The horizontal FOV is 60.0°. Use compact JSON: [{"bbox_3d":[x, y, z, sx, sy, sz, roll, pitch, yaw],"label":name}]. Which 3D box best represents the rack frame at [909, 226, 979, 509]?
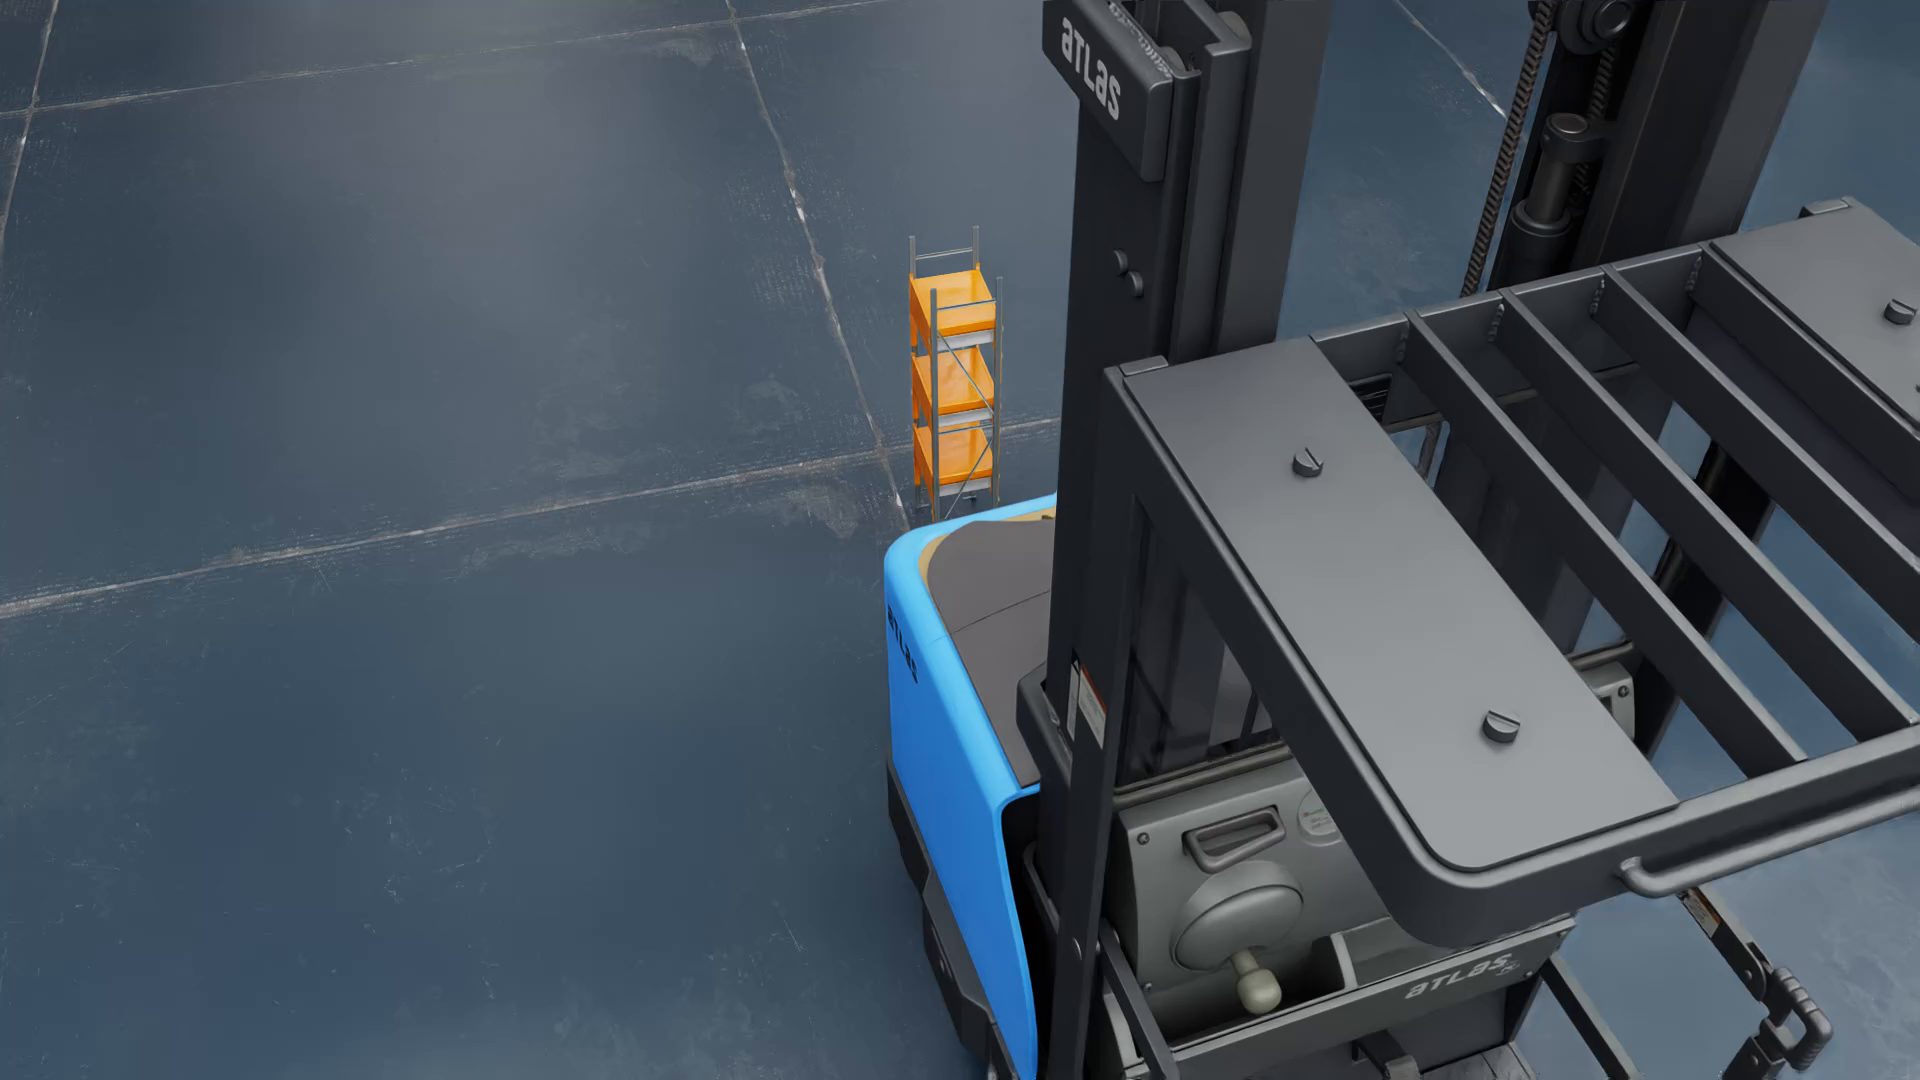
[{"bbox_3d":[-0.045,-0.489,4.994,0.200,1.050,0.008,-11,47,-10],"label":"rack frame"}]

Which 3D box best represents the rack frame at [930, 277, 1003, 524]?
[{"bbox_3d":[0.018,-0.320,4.829,0.200,1.050,0.008,-11,47,-10],"label":"rack frame"}]

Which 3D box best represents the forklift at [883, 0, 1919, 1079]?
[{"bbox_3d":[0.782,0.593,2.617,1.130,2.935,3.031,-14,47,-14],"label":"forklift"}]

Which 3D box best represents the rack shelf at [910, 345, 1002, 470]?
[{"bbox_3d":[-0.014,-0.397,4.919,0.215,0.259,0.240,-11,47,-10],"label":"rack shelf"}]

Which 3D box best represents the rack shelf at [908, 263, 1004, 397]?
[{"bbox_3d":[-0.014,-0.596,4.716,0.215,0.259,0.240,-11,47,-10],"label":"rack shelf"}]

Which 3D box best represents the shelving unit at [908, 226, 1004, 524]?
[{"bbox_3d":[-0.014,-0.404,4.911,0.215,1.050,0.252,-11,47,-10],"label":"shelving unit"}]

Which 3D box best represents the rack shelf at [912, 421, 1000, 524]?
[{"bbox_3d":[-0.014,-0.202,5.117,0.215,0.259,0.240,-11,47,-10],"label":"rack shelf"}]
